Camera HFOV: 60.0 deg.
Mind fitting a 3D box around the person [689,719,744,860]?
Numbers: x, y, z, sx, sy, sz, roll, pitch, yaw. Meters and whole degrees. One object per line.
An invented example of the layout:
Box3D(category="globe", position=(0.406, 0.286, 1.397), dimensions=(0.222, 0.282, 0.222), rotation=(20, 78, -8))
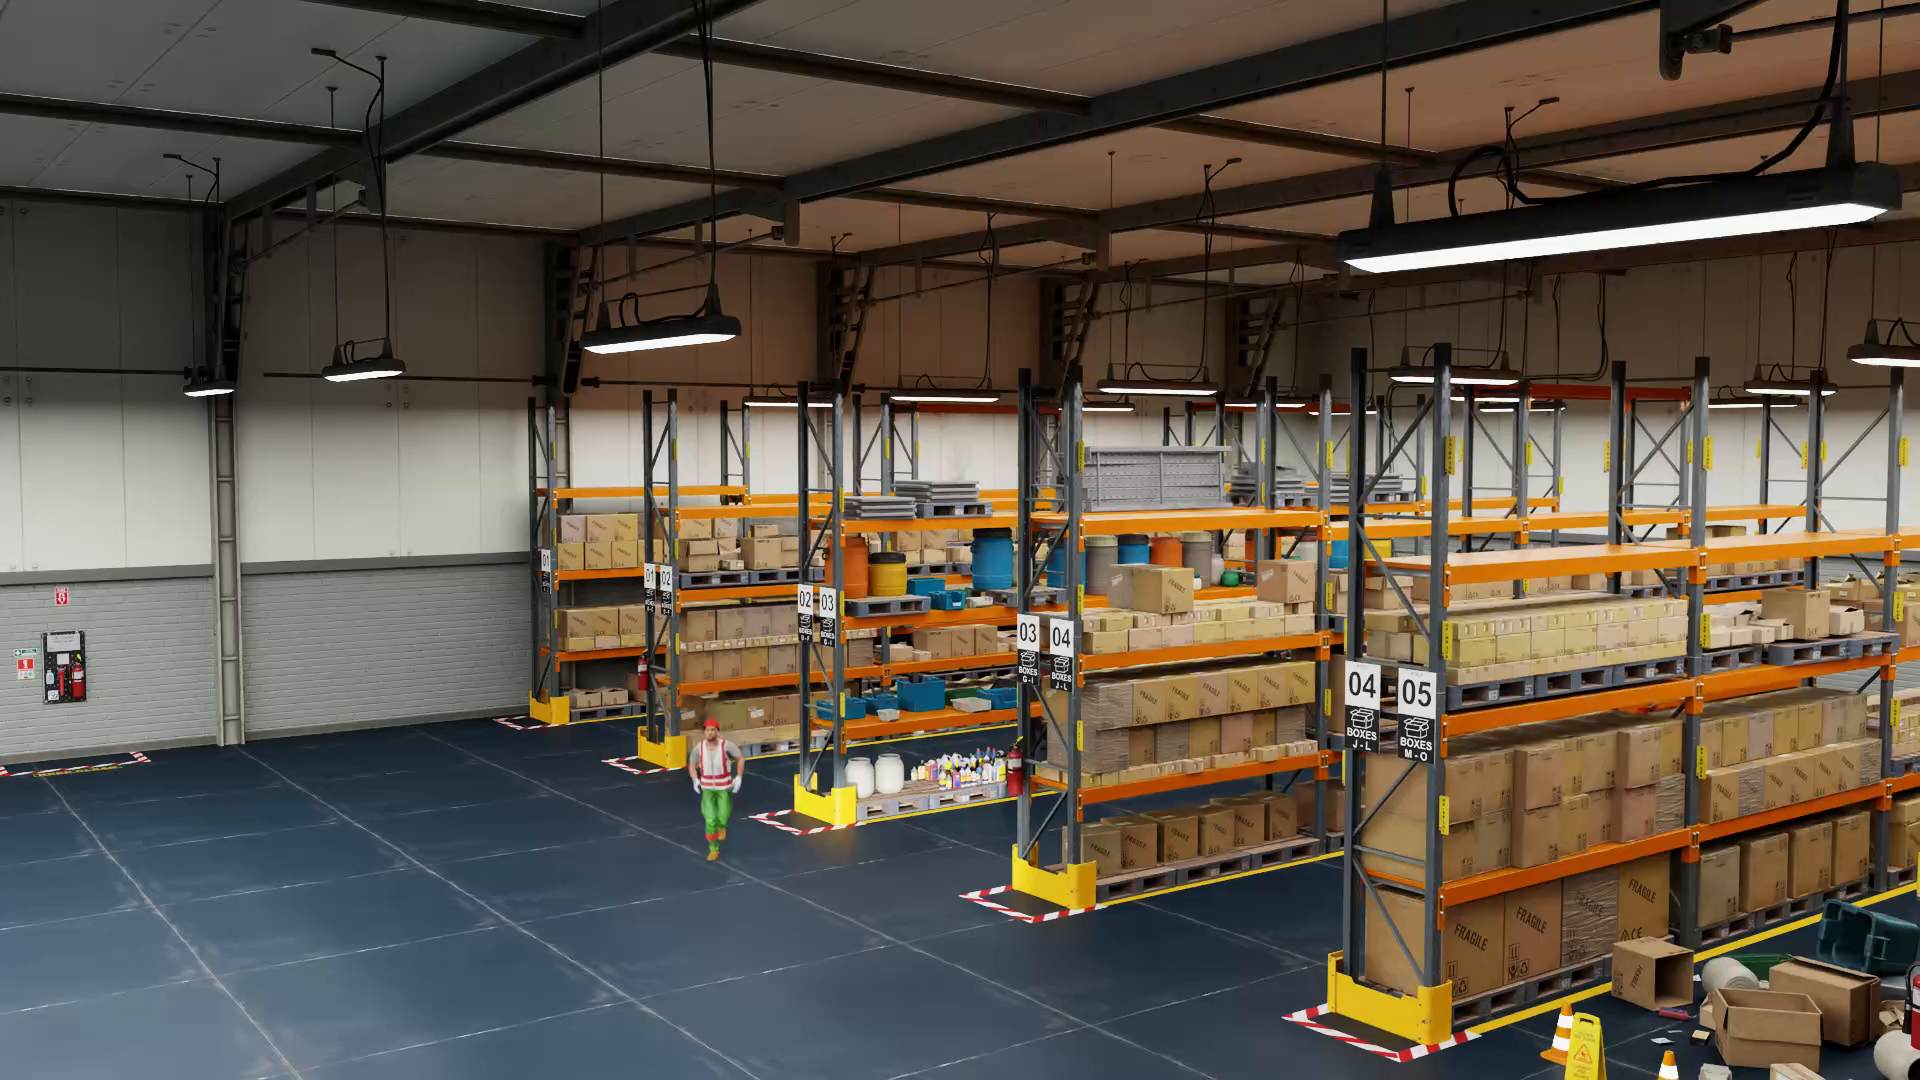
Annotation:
Box3D(category="person", position=(-3.028, 3.079, 20.651), dimensions=(0.681, 1.751, 0.664), rotation=(0, 3, 0))

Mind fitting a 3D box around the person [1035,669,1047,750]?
Box3D(category="person", position=(1.260, 2.701, 27.326), dimensions=(0.853, 1.764, 0.678), rotation=(-3, 5, -43))

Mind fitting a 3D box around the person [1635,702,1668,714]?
Box3D(category="person", position=(9.538, 2.951, 22.861), dimensions=(0.908, 1.764, 0.608), rotation=(-2, 4, -36))
